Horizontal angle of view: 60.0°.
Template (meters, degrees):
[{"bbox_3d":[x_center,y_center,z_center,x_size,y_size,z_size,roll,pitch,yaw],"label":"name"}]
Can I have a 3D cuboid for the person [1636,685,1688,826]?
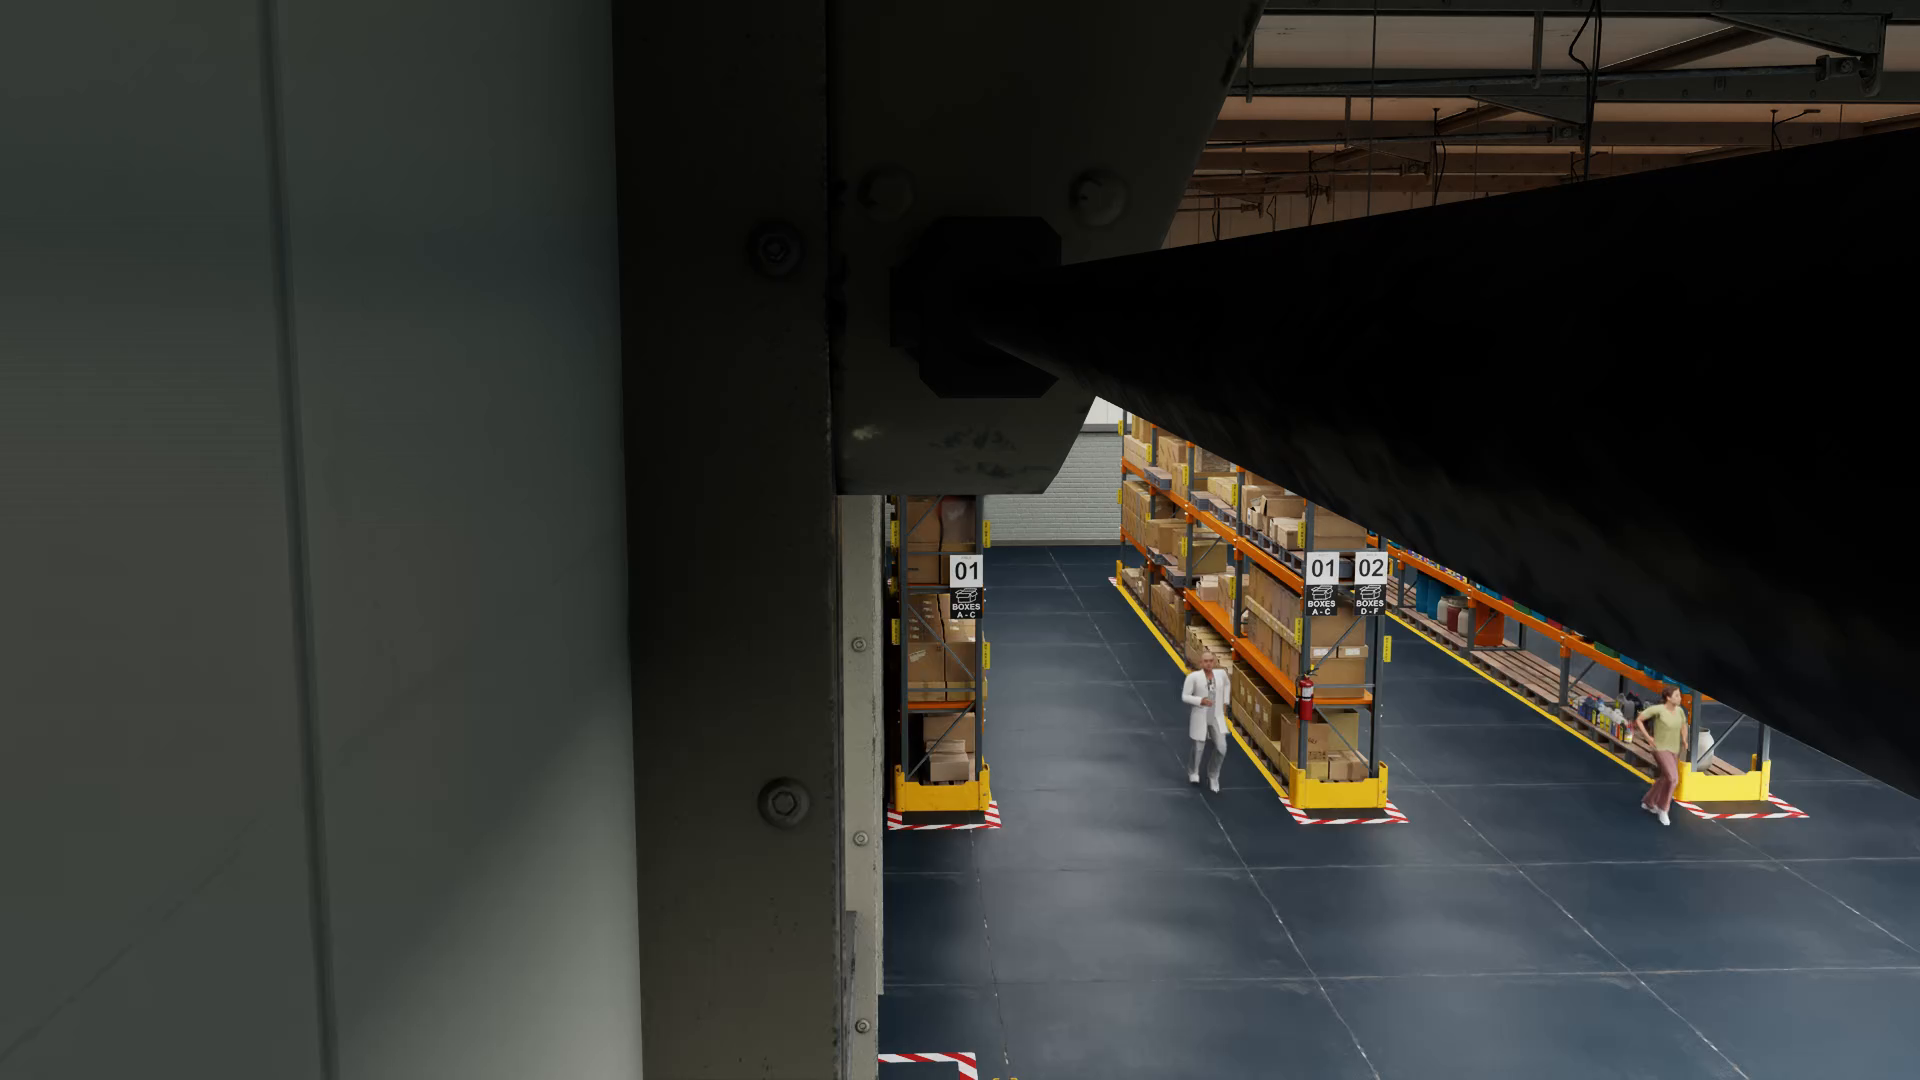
[{"bbox_3d":[8.526,2.570,20.083,0.589,1.674,0.668,-3,9,-19],"label":"person"}]

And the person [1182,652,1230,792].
[{"bbox_3d":[3.169,2.333,21.326,0.695,1.830,0.804,-1,8,-6],"label":"person"}]
